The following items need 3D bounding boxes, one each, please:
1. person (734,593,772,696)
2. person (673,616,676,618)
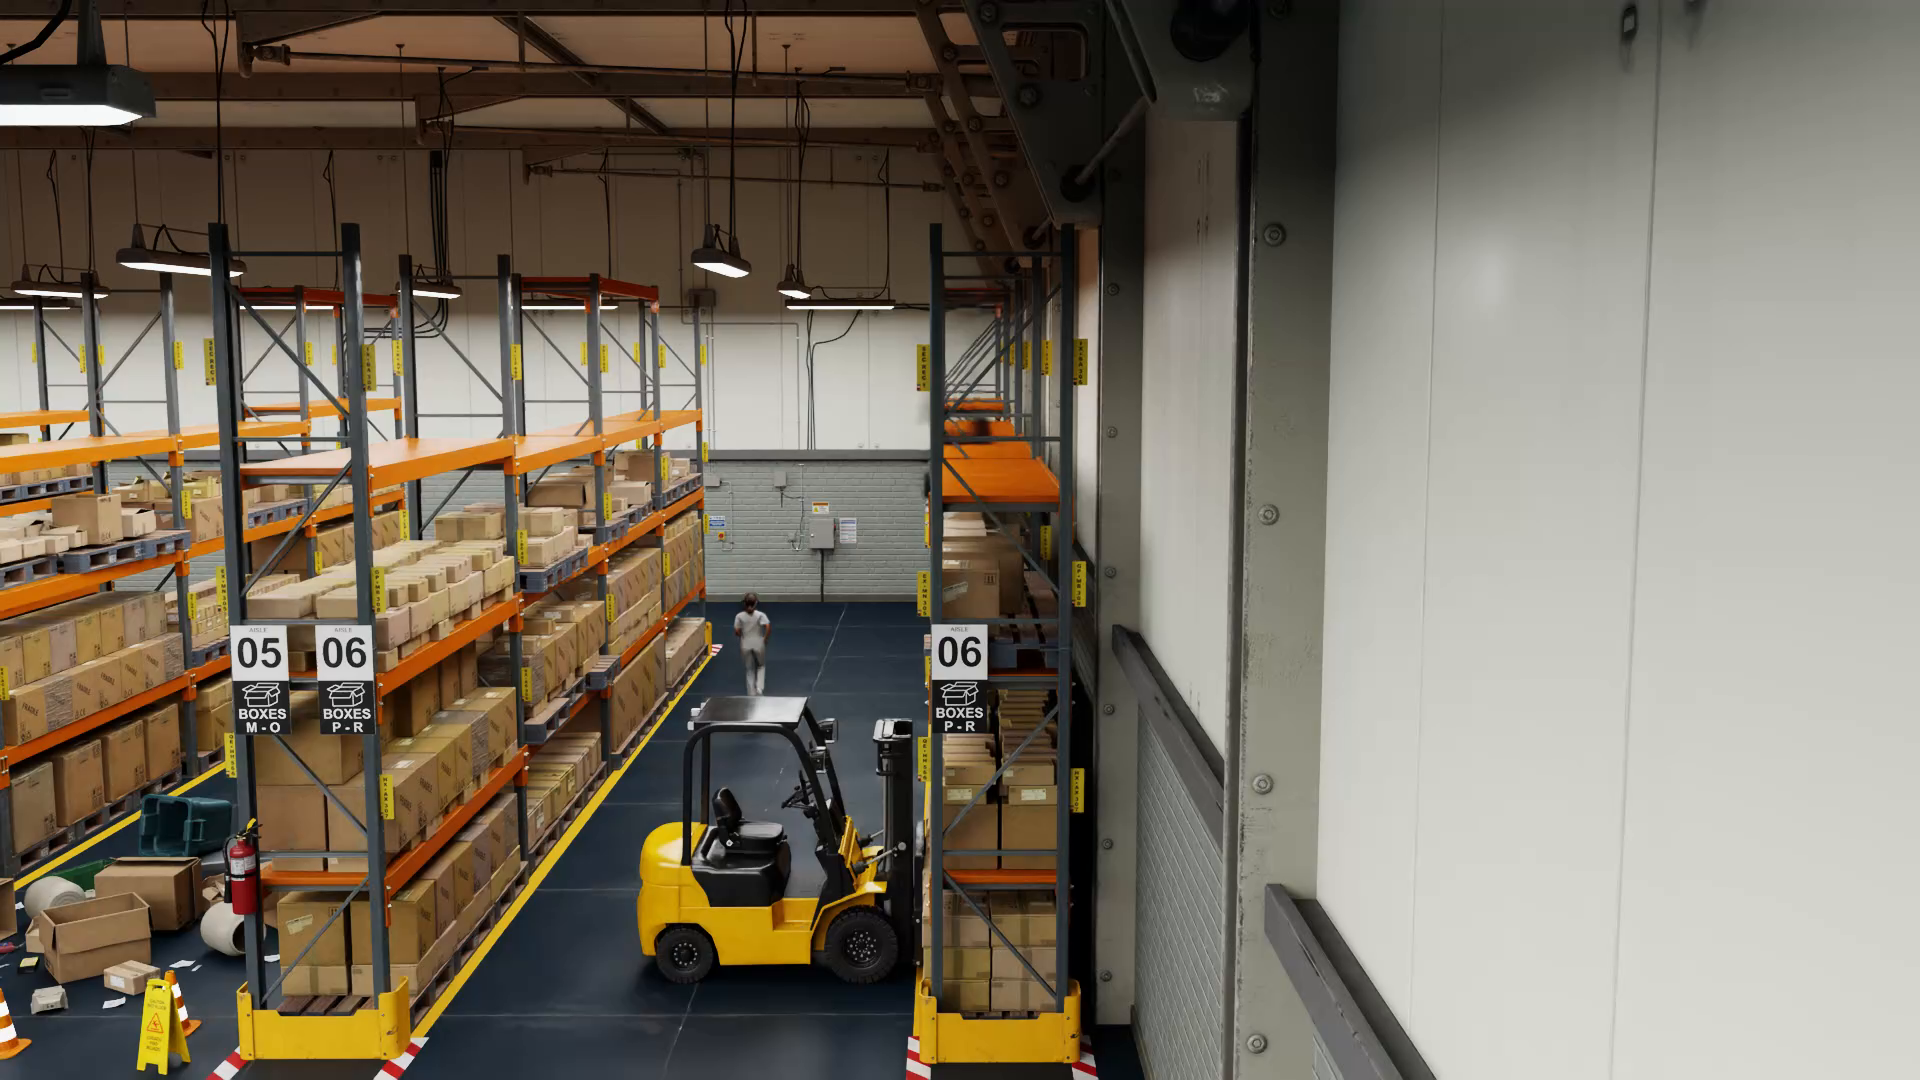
[{"bbox_3d":[-2.964,1.563,23.842,0.539,1.642,0.637,-1,7,-6],"label":"person"},{"bbox_3d":[-5.301,0.929,29.253,0.829,1.682,0.627,1,7,12],"label":"person"}]
